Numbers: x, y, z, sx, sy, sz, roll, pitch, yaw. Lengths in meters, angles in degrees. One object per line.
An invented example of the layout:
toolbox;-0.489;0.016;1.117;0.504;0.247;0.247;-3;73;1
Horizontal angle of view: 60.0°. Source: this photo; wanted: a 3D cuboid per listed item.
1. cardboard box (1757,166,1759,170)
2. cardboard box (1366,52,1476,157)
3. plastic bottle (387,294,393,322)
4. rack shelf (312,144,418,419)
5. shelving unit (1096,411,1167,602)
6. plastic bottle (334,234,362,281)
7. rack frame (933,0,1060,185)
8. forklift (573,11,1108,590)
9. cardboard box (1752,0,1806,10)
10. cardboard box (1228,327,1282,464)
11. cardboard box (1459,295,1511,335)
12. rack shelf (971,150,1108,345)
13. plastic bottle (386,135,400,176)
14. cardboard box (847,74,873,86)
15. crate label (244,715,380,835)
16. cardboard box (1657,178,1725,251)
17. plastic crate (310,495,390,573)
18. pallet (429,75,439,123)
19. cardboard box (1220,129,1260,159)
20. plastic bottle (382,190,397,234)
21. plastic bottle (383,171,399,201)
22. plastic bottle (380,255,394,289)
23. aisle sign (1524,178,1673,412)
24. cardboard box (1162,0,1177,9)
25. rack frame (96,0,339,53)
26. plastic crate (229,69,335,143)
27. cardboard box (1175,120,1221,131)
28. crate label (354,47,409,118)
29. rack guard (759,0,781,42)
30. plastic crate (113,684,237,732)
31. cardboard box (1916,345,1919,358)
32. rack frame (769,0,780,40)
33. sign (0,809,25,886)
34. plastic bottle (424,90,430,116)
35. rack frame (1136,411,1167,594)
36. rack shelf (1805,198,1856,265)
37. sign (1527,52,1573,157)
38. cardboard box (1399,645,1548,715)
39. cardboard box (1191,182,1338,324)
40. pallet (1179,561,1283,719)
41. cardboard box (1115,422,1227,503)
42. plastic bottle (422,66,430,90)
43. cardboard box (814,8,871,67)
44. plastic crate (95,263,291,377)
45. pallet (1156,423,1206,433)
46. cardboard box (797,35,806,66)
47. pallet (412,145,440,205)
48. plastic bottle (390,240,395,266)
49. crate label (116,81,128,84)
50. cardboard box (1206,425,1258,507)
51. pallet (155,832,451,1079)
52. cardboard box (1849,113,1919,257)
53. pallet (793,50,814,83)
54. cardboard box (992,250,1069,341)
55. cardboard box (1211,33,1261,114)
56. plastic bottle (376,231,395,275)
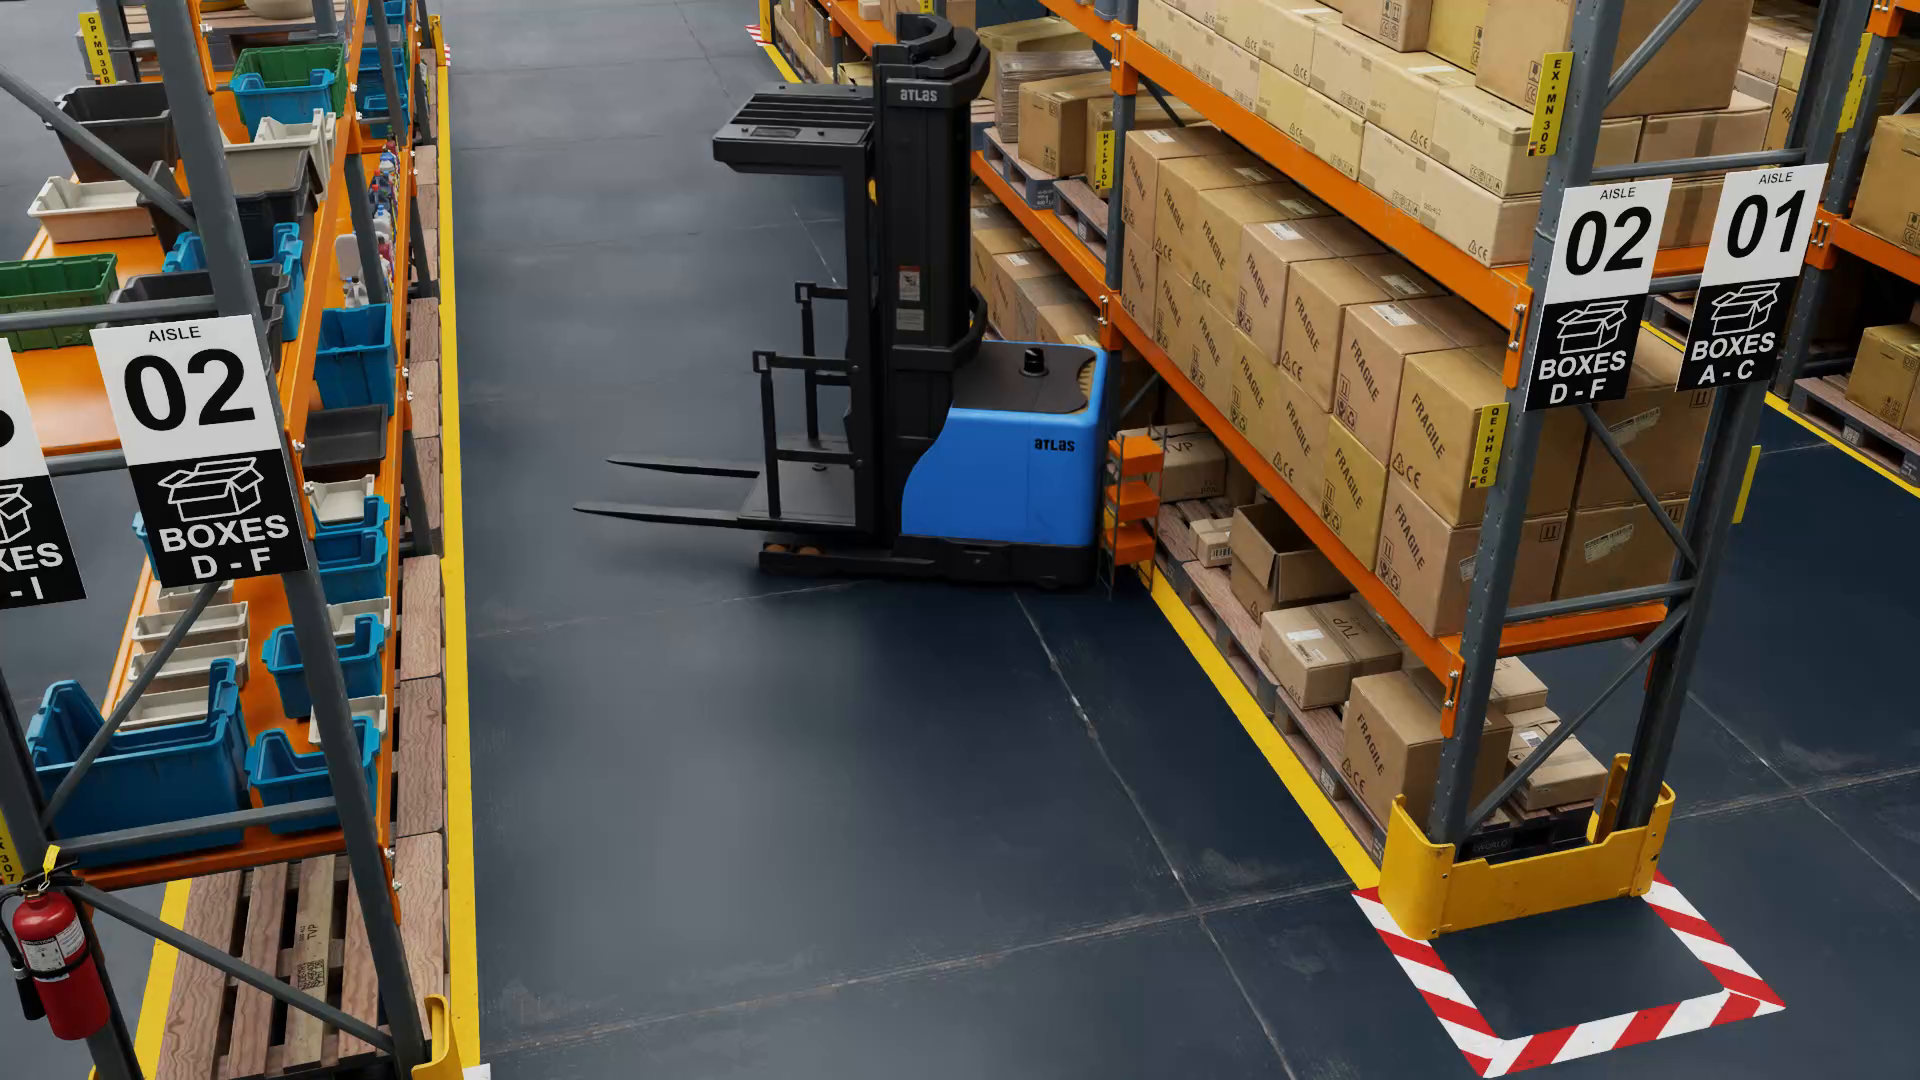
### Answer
cardboard box;5.638;-2.624;11.520;0.380;0.149;0.250;-7;31;-12
cardboard box;1.887;-1.662;6.283;0.500;0.250;0.500;-8;31;-13
plastic bottle;-3.205;-1.297;9.195;0.097;0.201;0.097;0;30;0
rack shelf;-3.967;-1.686;10.387;1.077;0.370;4.000;-8;31;-13
shelving unit;0.920;-0.170;8.983;0.252;1.050;0.215;-10;35;-17
plastic bottle;-3.584;-1.679;9.780;0.152;0.276;0.135;-8;31;-13
rack frame;0.279;-3.620;13.010;1.000;3.000;0.127;-8;31;-13
forklift;-0.699;-1.318;9.101;3.031;2.935;1.130;4;30;7
cardboard box;5.828;-3.856;12.253;0.500;0.250;0.500;-9;31;-14
cardboard box;1.620;-0.715;7.891;0.500;0.500;0.500;-8;31;-14
cardboard box;2.393;-0.733;6.924;0.500;0.500;0.500;-8;31;-13
rack shelf;0.810;-2.343;11.521;1.077;0.370;4.000;-8;31;-13
plastic bottle;-3.917;-2.663;11.472;0.061;0.283;0.133;-8;31;-13
cardboard box;-0.785;-4.311;15.970;0.500;0.311;0.500;-8;31;-14
crate label;-2.122;0.784;5.508;0.416;0.233;0.303;-8;31;-13
cardboard box;2.511;-1.271;6.108;0.500;0.250;0.500;-8;31;-13
plastic crate;-2.551;0.003;6.857;0.416;0.233;0.300;-8;31;-13
pallet;-6.025;-4.609;17.501;1.003;0.211;1.213;-8;31;-13
cardboard box;1.725;-1.954;9.034;0.500;0.500;0.500;-8;31;-13
plastic bottle;-3.591;-2.068;10.446;0.061;0.283;0.133;-8;31;-13
plastic bottle;-3.775;-2.334;10.986;0.097;0.201;0.097;0;30;0
plastic bottle;-3.344;-1.550;9.632;0.097;0.201;0.097;0;30;0
aisle sign;2.125;-0.808;5.556;0.394;0.787;0.004;-8;31;-13
cardboard box;1.231;-2.870;8.370;0.500;0.250;0.500;-8;31;-13
rack frame;-3.436;-3.628;7.035;1.000;3.000;0.127;-8;31;-13
plastic crate;-2.886;-1.860;7.142;0.416;0.233;0.300;-8;31;-13
cardboard box;1.431;-2.172;9.989;0.700;0.500;0.500;-19;35;-30
crate label;-4.500;-3.494;12.758;0.502;0.435;0.616;-8;31;-13
rack guard;-1.850;-6.414;20.332;1.175;0.500;0.348;-8;31;-13
plastic crate;-2.765;0.619;5.890;0.396;0.136;0.243;-8;31;-13
cardboard box;6.131;-1.165;10.197;0.380;0.149;0.250;-7;31;-12
rack frame;-1.844;-7.484;19.685;1.000;3.000;0.127;-8;31;-13
sign;-2.900;0.911;5.019;0.100;0.325;0.005;-8;31;-13
plastic bottle;-5.373;-4.384;16.535;0.144;0.351;0.185;-7;31;-12
rack frame;1.035;-0.191;9.018;0.008;1.050;0.200;-10;35;-17
rack shelf;5.585;-3.003;12.662;1.077;0.370;4.000;-8;31;-13
sign;1.862;-1.374;5.251;0.100;0.325;0.005;-8;31;-13
cardboard box;2.399;0.702;7.849;0.500;0.250;0.500;-8;31;-13
cardboard box;1.468;-1.402;8.079;0.500;0.500;0.500;-9;31;-15
pallet;1.850;0.441;8.778;1.003;0.211;1.213;-8;31;-13
cardboard box;1.244;-0.483;9.836;0.500;0.311;0.500;-8;31;-13
plastic bottle;-5.633;-4.818;17.359;0.152;0.276;0.135;-9;31;-15
cardboard box;-1.238;-5.306;17.500;0.500;0.500;0.500;-8;31;-13
plastic crate;-2.207;-0.564;4.866;0.497;0.269;0.590;-8;31;-13
pallet;1.089;-0.869;11.041;1.003;0.211;1.213;-8;31;-13
cardboard box;-1.520;-5.462;18.518;0.500;0.250;0.500;-8;31;-13
pallet;-5.313;-3.314;15.265;1.003;0.211;1.213;-8;31;-13
plastic bottle;-3.441;-1.726;9.937;0.097;0.201;0.097;0;30;0
crate label;-3.584;-1.941;7.377;0.293;0.136;0.466;-8;31;-13
cardboard box;1.766;-0.559;9.778;0.500;0.500;0.500;-8;31;-13
pallet;-2.555;1.704;6.595;1.003;0.211;1.213;-8;31;-13
cardboard box;6.244;-2.214;10.282;0.980;0.700;0.700;-7;31;-13
pallet;-1.280;-5.325;18.739;1.003;0.211;1.213;-8;31;-13
cardboard box;0.541;-1.724;11.791;0.500;0.500;0.500;-9;31;-15
cardboard box;1.492;-2.170;7.660;0.500;0.250;0.500;-8;31;-13
plastic bottle;-3.437;-1.699;9.815;0.152;0.276;0.135;-8;31;-13
